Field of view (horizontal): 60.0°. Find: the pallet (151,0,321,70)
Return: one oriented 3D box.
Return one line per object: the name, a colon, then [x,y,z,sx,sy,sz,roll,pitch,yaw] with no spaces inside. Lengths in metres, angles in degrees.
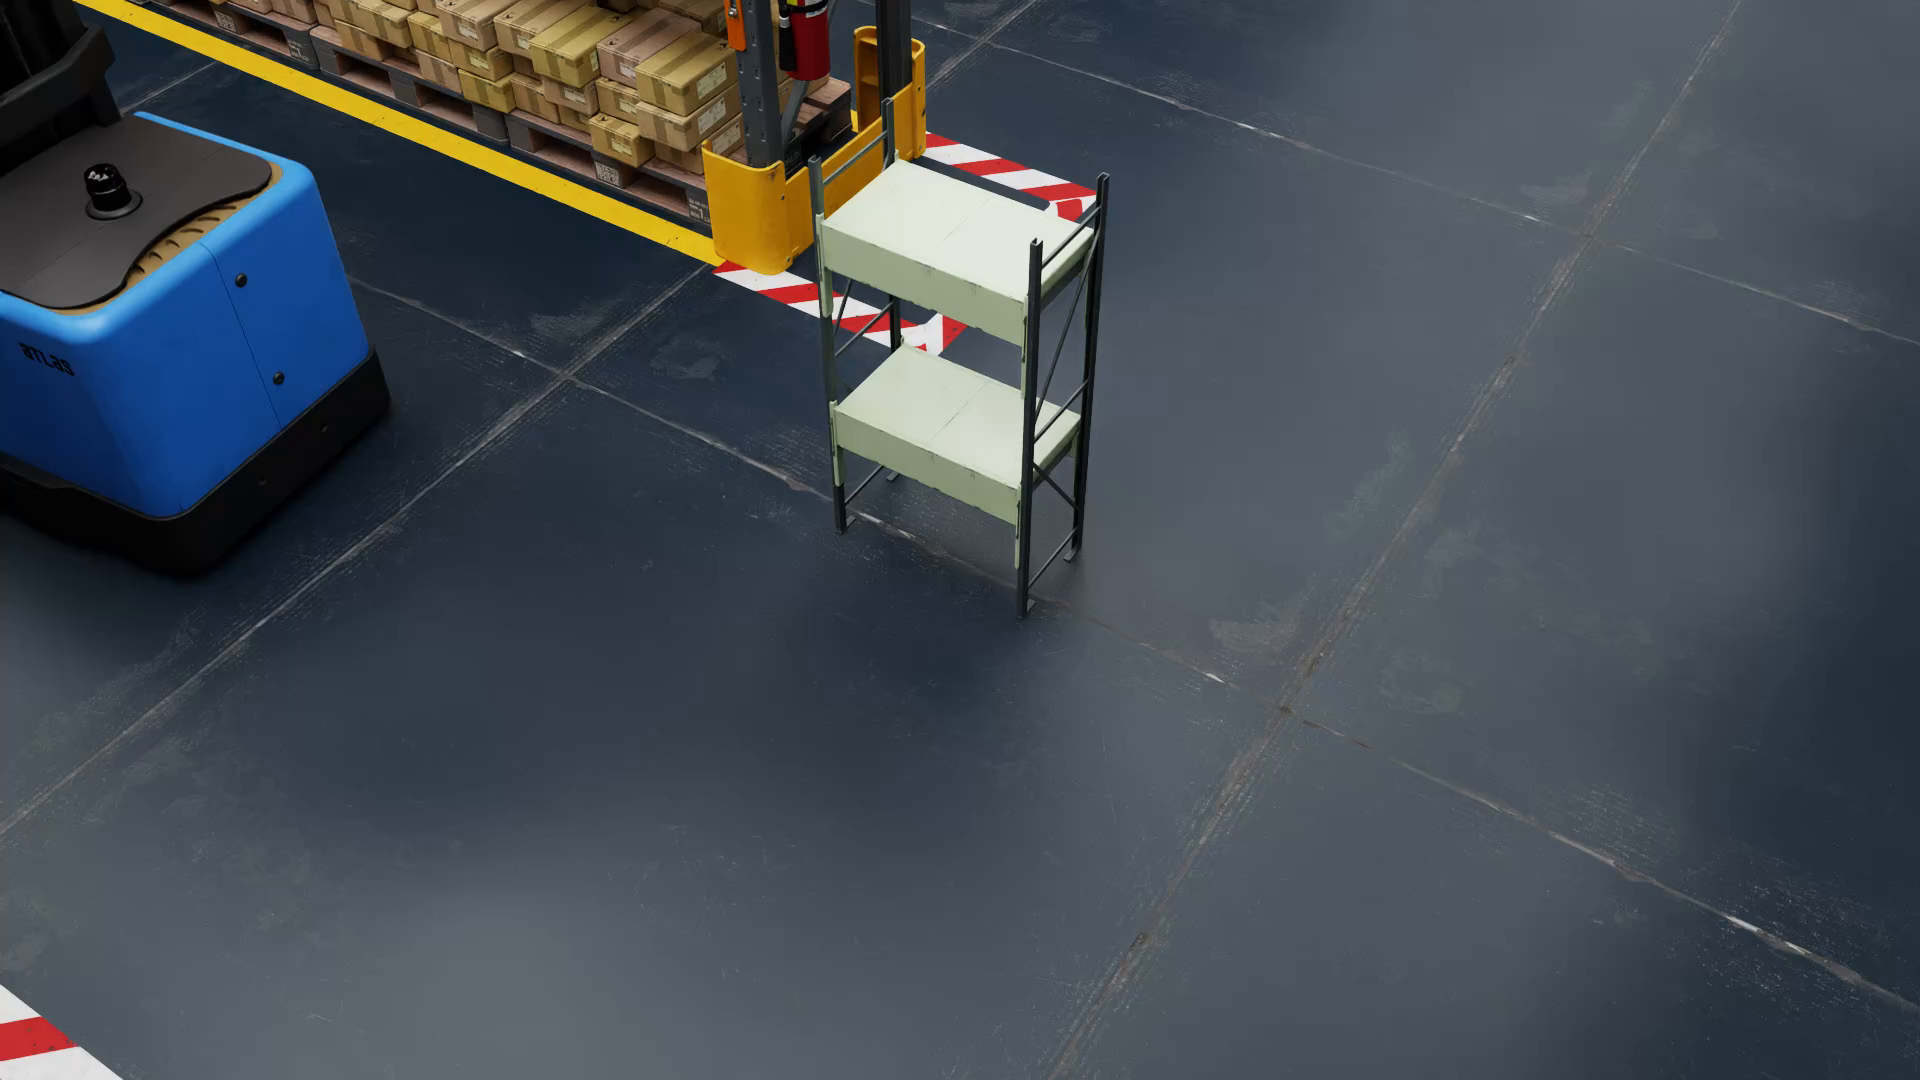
pallet: [-3.305,-2.837,8.360,1.213,0.211,1.003,25,51,22]

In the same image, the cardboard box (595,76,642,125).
cardboard box: [-1.312,-1.921,7.013,0.250,0.149,0.380,24,50,21]

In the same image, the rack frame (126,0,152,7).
rack frame: [-3.890,-4.048,7.592,0.127,3.000,1.000,25,51,22]

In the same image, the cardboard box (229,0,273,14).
cardboard box: [-3.295,-2.698,7.975,0.250,0.149,0.380,24,51,22]

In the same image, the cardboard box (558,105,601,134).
cardboard box: [-1.525,-1.923,7.222,0.250,0.149,0.380,24,51,22]

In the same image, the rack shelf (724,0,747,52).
rack shelf: [-2.206,-3.023,7.097,4.000,0.370,1.077,25,51,22]

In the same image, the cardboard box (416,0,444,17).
cardboard box: [-2.174,-2.445,7.314,0.250,0.149,0.380,23,50,21]

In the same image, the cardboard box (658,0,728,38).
cardboard box: [-1.077,-2.301,7.175,0.250,0.149,0.380,26,51,23]

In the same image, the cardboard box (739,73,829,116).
cardboard box: [-0.791,-2.048,7.344,0.250,0.149,0.380,26,51,23]

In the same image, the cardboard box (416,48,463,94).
cardboard box: [-2.208,-2.189,7.481,0.250,0.149,0.380,26,51,23]

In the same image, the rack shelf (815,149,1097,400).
rack shelf: [-0.006,-0.797,4.935,0.720,0.370,0.431,25,51,22]

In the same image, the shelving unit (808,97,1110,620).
shelving unit: [-0.006,-0.525,5.215,0.755,1.500,0.431,25,51,22]

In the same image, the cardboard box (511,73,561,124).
cardboard box: [-1.740,-2.010,7.307,0.250,0.149,0.380,25,51,22]

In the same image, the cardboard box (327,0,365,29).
cardboard box: [-2.649,-2.491,7.567,0.250,0.149,0.380,24,51,22]

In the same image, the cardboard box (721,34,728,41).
cardboard box: [-1.025,-2.253,7.336,0.250,0.149,0.380,24,51,22]

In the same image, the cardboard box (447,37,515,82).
cardboard box: [-2.002,-2.180,7.265,0.250,0.149,0.380,25,51,23]

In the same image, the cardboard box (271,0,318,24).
cardboard box: [-3.055,-2.630,7.909,0.250,0.149,0.380,24,50,21]

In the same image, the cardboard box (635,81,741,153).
cardboard box: [-1.121,-1.788,6.883,0.250,0.149,0.380,23,50,21]

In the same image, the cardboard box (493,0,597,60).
cardboard box: [-1.756,-2.205,7.082,0.250,0.149,0.380,23,50,21]

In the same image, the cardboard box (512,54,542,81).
cardboard box: [-1.730,-2.154,7.239,0.250,0.149,0.380,24,51,22]

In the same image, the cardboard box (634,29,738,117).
cardboard box: [-1.105,-1.911,6.796,0.250,0.149,0.380,25,51,23]

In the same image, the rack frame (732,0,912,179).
rack frame: [-0.523,-2.499,6.087,0.127,3.000,1.000,25,51,22]

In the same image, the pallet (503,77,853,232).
pallet: [-1.251,-1.893,7.442,1.213,0.211,1.003,25,51,22]

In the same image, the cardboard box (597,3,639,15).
cardboard box: [-1.436,-2.460,7.536,0.250,0.149,0.380,26,51,23]

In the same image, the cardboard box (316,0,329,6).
cardboard box: [-2.827,-2.627,7.699,0.250,0.149,0.380,27,52,24]

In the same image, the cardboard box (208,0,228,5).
cardboard box: [-3.533,-2.763,8.038,0.250,0.149,0.380,26,51,23]

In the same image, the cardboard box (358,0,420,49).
cardboard box: [-2.455,-2.381,7.460,0.250,0.149,0.380,25,51,22]

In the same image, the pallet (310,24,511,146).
pallet: [-2.274,-2.365,7.901,1.213,0.211,1.003,25,51,22]

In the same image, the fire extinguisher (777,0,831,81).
fire extinguisher: [-0.560,-1.966,5.883,0.183,0.674,0.296,25,51,22]

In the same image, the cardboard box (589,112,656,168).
cardboard box: [-1.349,-1.768,7.072,0.250,0.149,0.380,26,51,23]

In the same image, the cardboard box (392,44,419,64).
cardboard box: [-2.380,-2.332,7.620,0.250,0.149,0.380,26,51,23]

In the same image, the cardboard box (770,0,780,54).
cardboard box: [-0.780,-2.267,7.142,0.250,0.149,0.380,23,50,20]

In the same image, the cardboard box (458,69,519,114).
cardboard box: [-1.989,-2.071,7.366,0.250,0.149,0.380,23,50,20]

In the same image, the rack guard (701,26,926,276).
rack guard: [-0.587,-1.657,7.012,0.348,0.500,1.175,25,51,22]

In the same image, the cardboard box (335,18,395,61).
cardboard box: [-2.642,-2.388,7.674,0.250,0.149,0.380,23,50,21]

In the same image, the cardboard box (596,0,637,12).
cardboard box: [-1.474,-2.522,7.390,0.250,0.149,0.380,22,50,20]

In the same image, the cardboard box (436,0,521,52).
cardboard box: [-2.012,-2.276,7.150,0.250,0.149,0.380,27,51,23]

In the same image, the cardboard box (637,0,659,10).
cardboard box: [-1.220,-2.476,7.345,0.250,0.149,0.380,25,51,22]

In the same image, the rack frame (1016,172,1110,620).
rack frame: [0.302,-0.384,5.077,0.023,1.500,0.400,25,51,22]

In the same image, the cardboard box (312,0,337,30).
cardboard box: [-2.809,-2.547,7.828,0.250,0.149,0.380,23,50,21]

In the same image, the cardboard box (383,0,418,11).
cardboard box: [-2.410,-2.529,7.396,0.250,0.149,0.380,25,51,22]

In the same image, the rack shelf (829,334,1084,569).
rack shelf: [-0.006,-0.298,5.448,0.720,0.370,0.431,25,51,22]

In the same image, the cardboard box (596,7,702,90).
cardboard box: [-1.286,-2.043,6.924,0.250,0.149,0.380,26,51,23]

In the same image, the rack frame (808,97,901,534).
rack frame: [-0.314,-0.667,5.352,0.023,1.500,0.400,25,51,22]

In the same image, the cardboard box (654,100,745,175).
cardboard box: [-1.078,-1.730,7.034,0.250,0.149,0.380,26,51,23]

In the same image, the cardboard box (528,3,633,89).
cardboard box: [-1.572,-2.067,6.947,0.250,0.149,0.380,24,50,21]

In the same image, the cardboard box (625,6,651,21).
cardboard box: [-1.279,-2.295,7.376,0.250,0.149,0.380,25,51,23]

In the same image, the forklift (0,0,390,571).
forklift: [-3.658,-1.667,5.326,3.031,2.935,1.130,20,49,18]

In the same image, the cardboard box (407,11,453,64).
cardboard box: [-2.208,-2.291,7.372,0.250,0.149,0.380,27,52,24]

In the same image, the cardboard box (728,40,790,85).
cardboard box: [-0.825,-2.113,7.200,0.250,0.149,0.380,27,52,24]

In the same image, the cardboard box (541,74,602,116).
cardboard box: [-1.559,-1.988,7.078,0.250,0.149,0.380,23,50,21]
